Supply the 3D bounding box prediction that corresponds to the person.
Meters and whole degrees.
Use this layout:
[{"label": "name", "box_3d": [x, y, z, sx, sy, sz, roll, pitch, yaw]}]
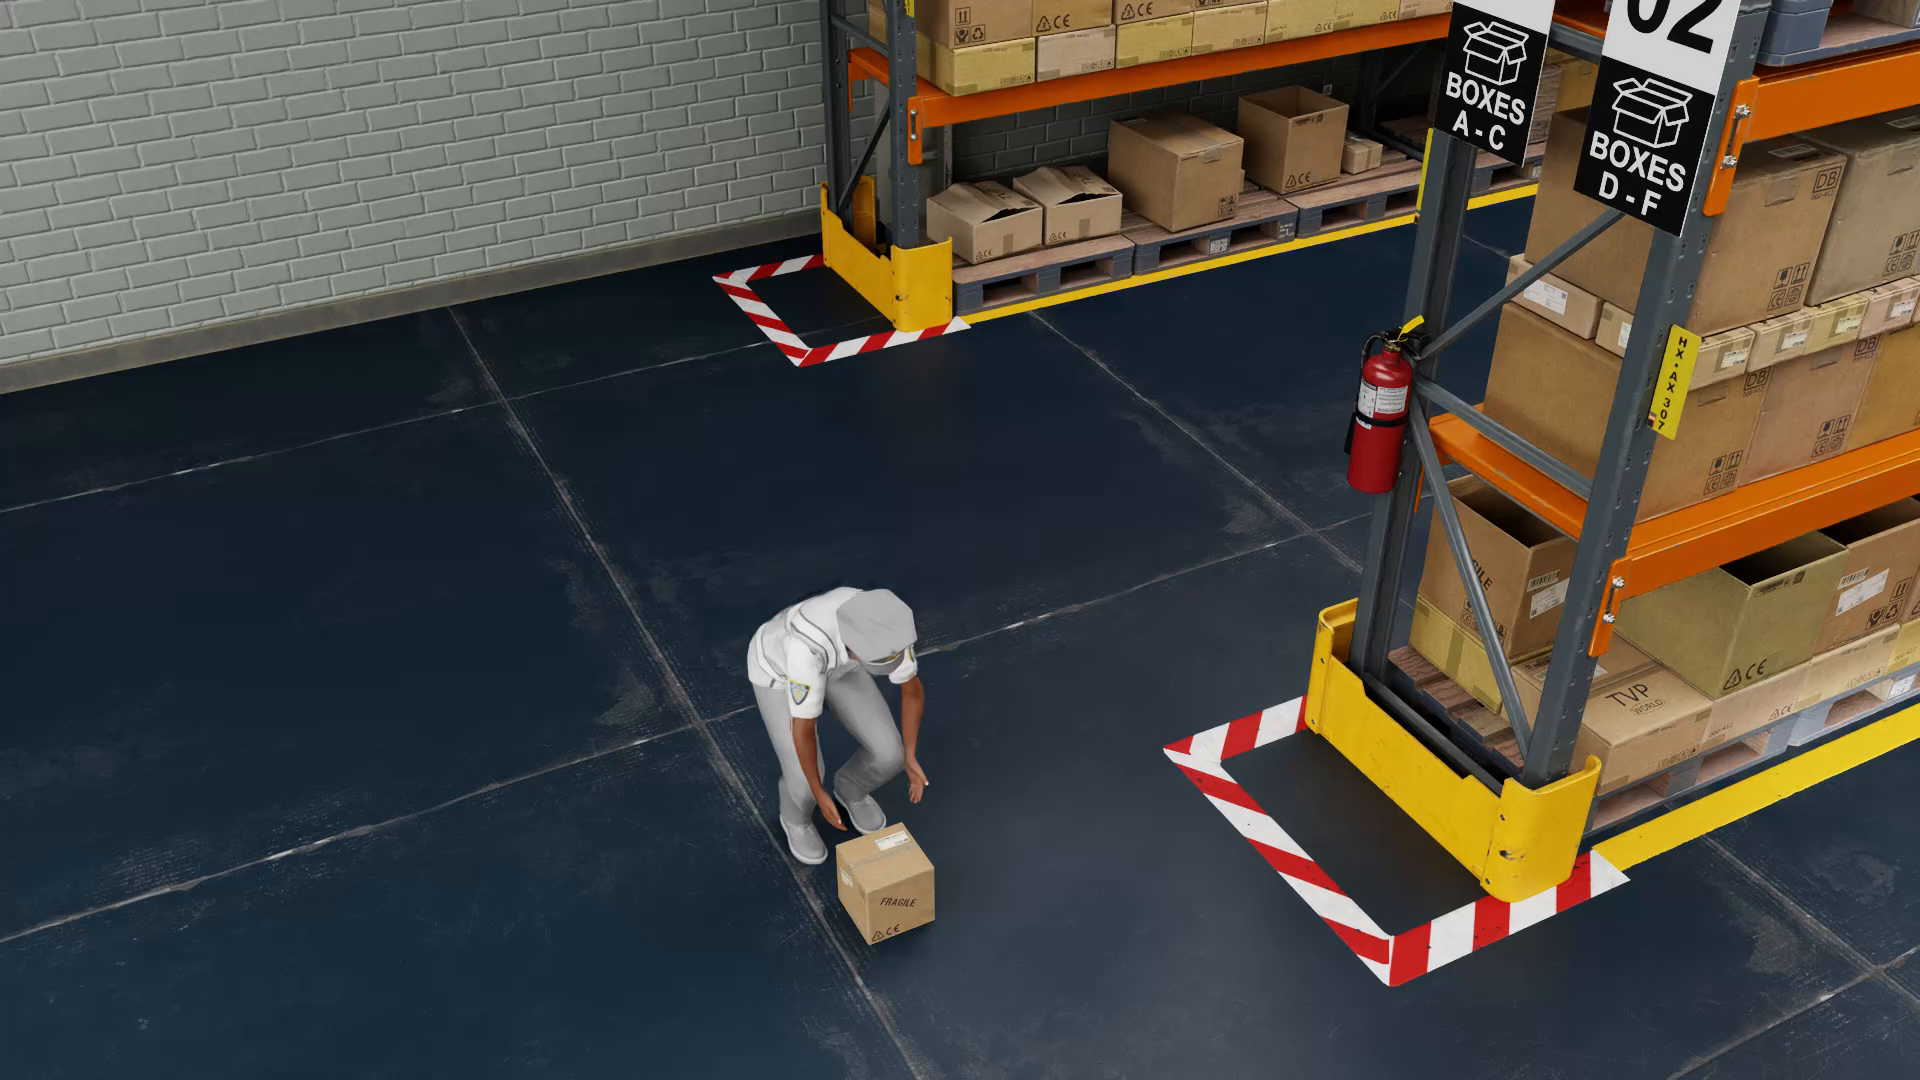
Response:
[{"label": "person", "box_3d": [-0.403, 0.576, 5.699, 0.496, 1.189, 0.800, -16, 37, -23]}]
